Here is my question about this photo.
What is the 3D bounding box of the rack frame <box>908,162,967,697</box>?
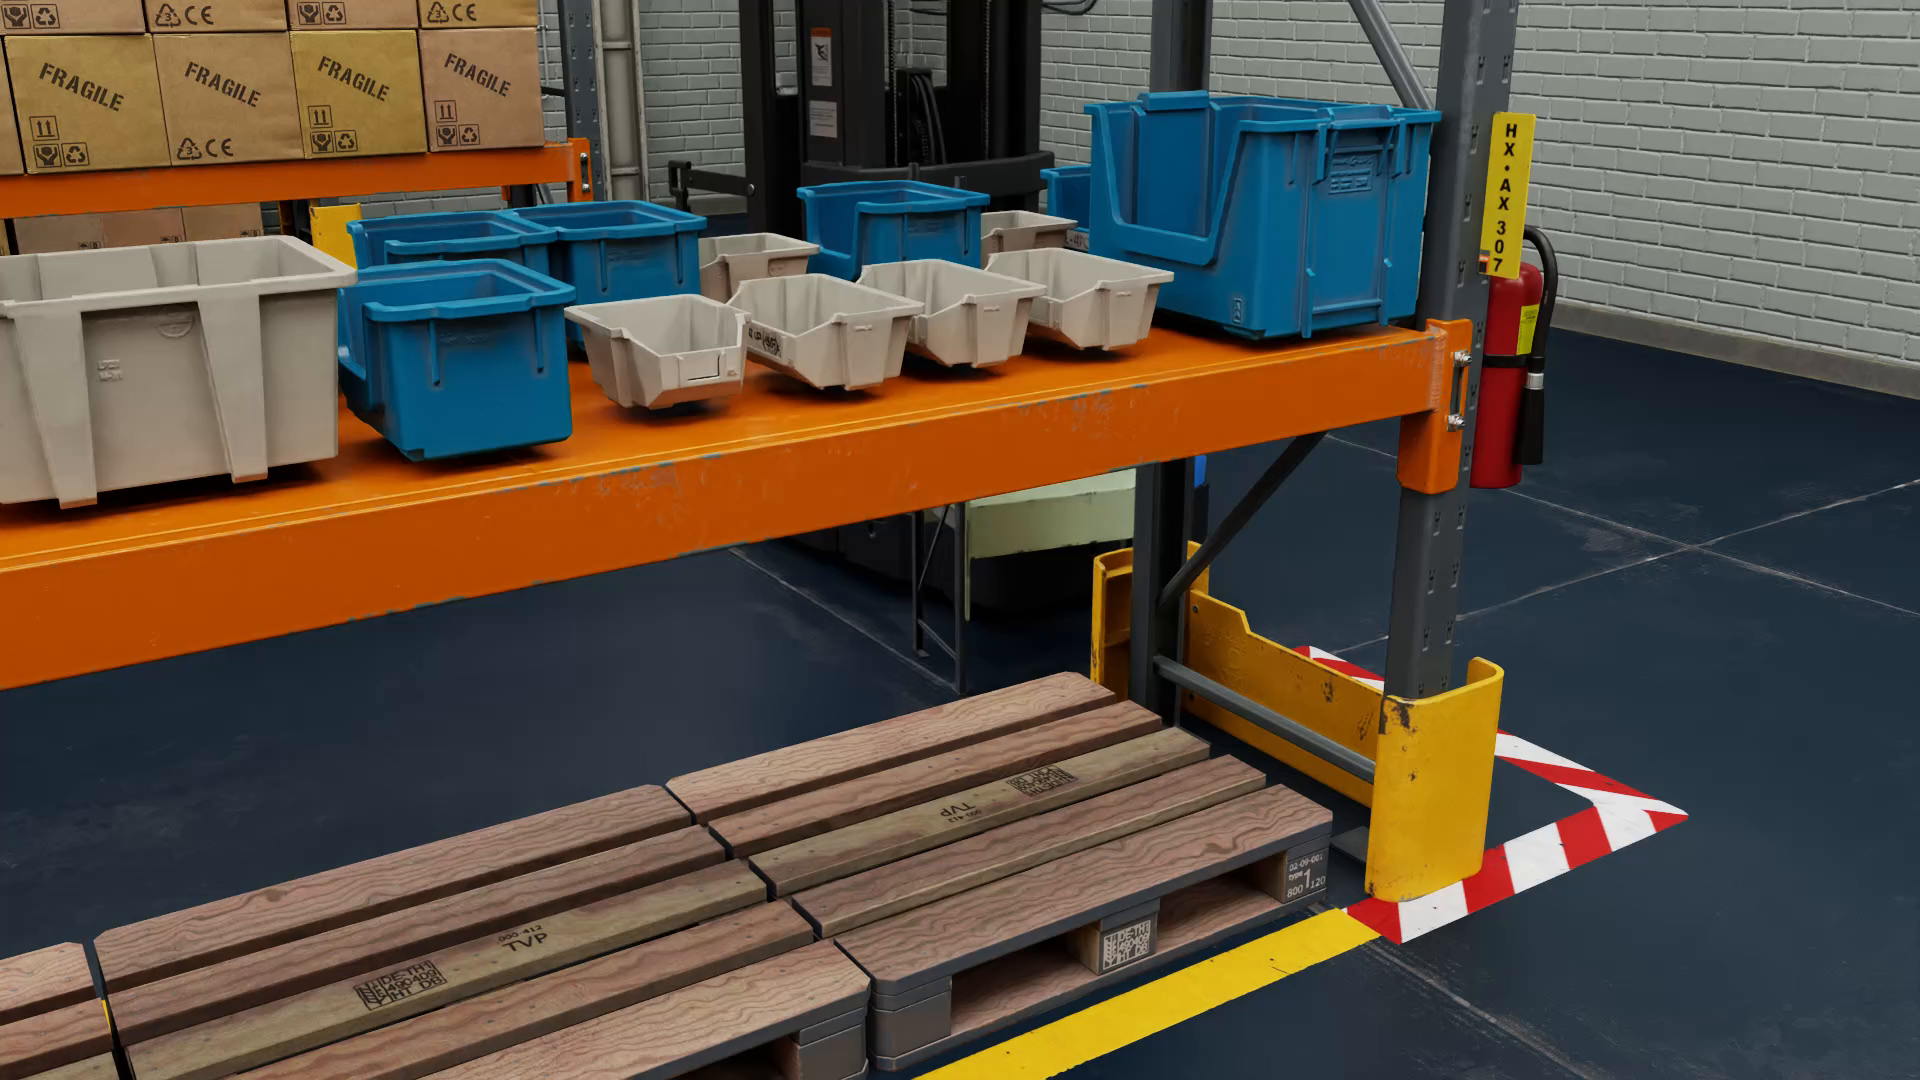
[{"bbox_3d":[-0.065,-0.309,4.818,0.023,1.500,0.400,-7,20,-20],"label":"rack frame"}]

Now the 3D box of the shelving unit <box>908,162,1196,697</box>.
[{"bbox_3d":[0.276,-0.353,4.946,0.755,1.500,0.431,-7,20,-20],"label":"shelving unit"}]

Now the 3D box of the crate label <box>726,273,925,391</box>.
[{"bbox_3d":[-0.261,-0.372,2.980,0.243,0.136,0.396,-12,22,-31],"label":"crate label"}]

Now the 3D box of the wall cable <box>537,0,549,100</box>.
[{"bbox_3d":[-4.110,-4.373,12.911,1.851,1.984,0.084,-12,22,-31],"label":"wall cable"}]

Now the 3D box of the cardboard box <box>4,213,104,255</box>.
[{"bbox_3d":[-6.026,-2.101,11.024,0.500,0.500,0.700,-13,22,-33],"label":"cardboard box"}]

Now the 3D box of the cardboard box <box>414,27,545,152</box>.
[{"bbox_3d":[-2.156,-1.985,7.276,0.500,0.500,0.500,-11,22,-30],"label":"cardboard box"}]

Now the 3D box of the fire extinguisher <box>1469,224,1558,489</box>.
[{"bbox_3d":[1.166,-0.455,3.611,0.183,0.674,0.296,-12,22,-31],"label":"fire extinguisher"}]

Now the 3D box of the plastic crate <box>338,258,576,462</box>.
[{"bbox_3d":[-0.784,-0.282,2.564,0.300,0.233,0.416,-12,22,-31],"label":"plastic crate"}]

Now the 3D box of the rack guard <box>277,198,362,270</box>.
[{"bbox_3d":[-4.639,-2.234,12.071,0.348,0.500,1.175,-12,22,-31],"label":"rack guard"}]

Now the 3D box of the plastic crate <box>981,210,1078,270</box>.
[{"bbox_3d":[0.089,-0.677,3.883,0.298,0.136,0.250,-12,22,-31],"label":"plastic crate"}]

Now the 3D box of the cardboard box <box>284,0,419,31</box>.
[{"bbox_3d":[-2.573,-2.369,6.851,0.500,0.500,0.500,-11,22,-30],"label":"cardboard box"}]

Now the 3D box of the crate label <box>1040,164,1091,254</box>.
[{"bbox_3d":[0.403,-0.757,3.969,0.303,0.233,0.416,-12,22,-31],"label":"crate label"}]

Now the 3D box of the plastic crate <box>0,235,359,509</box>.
[{"bbox_3d":[-1.174,-0.251,2.395,0.530,0.282,0.437,-12,22,-31],"label":"plastic crate"}]

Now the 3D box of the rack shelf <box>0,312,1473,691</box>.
[{"bbox_3d":[-0.880,-0.071,2.893,4.000,0.370,1.077,-12,22,-31],"label":"rack shelf"}]

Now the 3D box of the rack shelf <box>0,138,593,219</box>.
[{"bbox_3d":[-3.602,-1.396,6.814,4.000,0.370,1.077,-12,22,-31],"label":"rack shelf"}]

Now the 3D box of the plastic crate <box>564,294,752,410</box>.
[{"bbox_3d":[-0.498,-0.315,2.812,0.250,0.136,0.298,-12,22,-31],"label":"plastic crate"}]

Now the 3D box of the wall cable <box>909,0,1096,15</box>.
[{"bbox_3d":[0.261,-5.685,13.859,0.112,2.526,3.097,-12,22,-31],"label":"wall cable"}]

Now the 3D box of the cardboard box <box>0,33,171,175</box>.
[{"bbox_3d":[-3.428,-1.717,6.485,0.500,0.500,0.500,-12,22,-32],"label":"cardboard box"}]

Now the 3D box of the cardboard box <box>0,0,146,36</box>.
[{"bbox_3d":[-3.433,-2.186,6.310,0.500,0.500,0.500,-11,22,-30],"label":"cardboard box"}]

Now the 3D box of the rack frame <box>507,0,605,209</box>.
[{"bbox_3d":[-1.931,-2.089,7.741,0.127,3.000,1.000,-12,22,-31],"label":"rack frame"}]

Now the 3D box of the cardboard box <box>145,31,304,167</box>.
[{"bbox_3d":[-3.007,-1.806,6.748,0.500,0.500,0.500,-12,22,-31],"label":"cardboard box"}]

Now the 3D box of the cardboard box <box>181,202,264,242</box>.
[{"bbox_3d":[-5.188,-2.278,11.548,0.500,0.500,0.700,-12,22,-31],"label":"cardboard box"}]

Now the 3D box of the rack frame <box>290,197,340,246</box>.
[{"bbox_3d":[-4.659,-3.414,11.658,0.127,3.000,1.000,-12,22,-31],"label":"rack frame"}]

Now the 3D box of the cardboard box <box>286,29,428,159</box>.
[{"bbox_3d":[-2.587,-1.893,7.003,0.500,0.500,0.500,-12,22,-31],"label":"cardboard box"}]

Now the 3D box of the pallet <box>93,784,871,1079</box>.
[{"bbox_3d":[-0.938,0.906,3.236,1.213,0.211,1.003,-12,22,-31],"label":"pallet"}]

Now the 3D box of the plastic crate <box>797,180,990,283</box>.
[{"bbox_3d":[-0.147,-0.641,3.626,0.300,0.233,0.416,-12,22,-31],"label":"plastic crate"}]

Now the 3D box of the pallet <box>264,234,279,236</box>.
[{"bbox_3d":[-5.284,-1.931,11.626,1.213,0.211,1.003,-12,22,-31],"label":"pallet"}]

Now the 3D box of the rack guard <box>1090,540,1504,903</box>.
[{"bbox_3d":[0.803,0.413,4.243,0.348,0.500,1.175,-12,22,-31],"label":"rack guard"}]

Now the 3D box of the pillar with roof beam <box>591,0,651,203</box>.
[{"bbox_3d":[-0.512,-5.811,9.383,0.400,9.000,9.100,-12,22,-31],"label":"pillar with roof beam"}]

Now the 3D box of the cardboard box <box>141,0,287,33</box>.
[{"bbox_3d":[-3.004,-2.277,6.578,0.500,0.500,0.500,-11,22,-30],"label":"cardboard box"}]

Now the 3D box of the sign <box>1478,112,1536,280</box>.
[{"bbox_3d":[1.106,-0.697,3.367,0.005,0.325,0.100,-12,22,-31],"label":"sign"}]

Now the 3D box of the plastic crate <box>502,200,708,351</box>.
[{"bbox_3d":[-0.697,-0.525,3.283,0.300,0.233,0.416,-12,22,-31],"label":"plastic crate"}]

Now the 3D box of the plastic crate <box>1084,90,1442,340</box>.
[{"bbox_3d":[0.613,-0.700,3.482,0.499,0.435,0.616,-12,22,-31],"label":"plastic crate"}]

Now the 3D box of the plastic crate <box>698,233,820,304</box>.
[{"bbox_3d":[-0.477,-0.558,3.529,0.298,0.136,0.250,-12,22,-31],"label":"plastic crate"}]

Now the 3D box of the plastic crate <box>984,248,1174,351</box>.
[{"bbox_3d":[0.208,-0.475,3.284,0.243,0.136,0.396,-12,22,-31],"label":"plastic crate"}]

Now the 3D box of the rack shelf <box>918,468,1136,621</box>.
[{"bbox_3d":[0.276,-0.044,5.051,0.720,0.370,0.431,-7,20,-20],"label":"rack shelf"}]

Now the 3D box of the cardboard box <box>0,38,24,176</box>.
[{"bbox_3d":[-3.851,-1.627,6.219,0.500,0.500,0.500,-12,22,-32],"label":"cardboard box"}]

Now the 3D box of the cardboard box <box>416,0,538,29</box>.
[{"bbox_3d":[-2.152,-2.458,7.115,0.500,0.500,0.500,-12,22,-32],"label":"cardboard box"}]

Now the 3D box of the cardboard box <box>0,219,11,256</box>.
[{"bbox_3d":[-6.467,-2.005,10.741,0.500,0.500,0.700,-11,22,-30],"label":"cardboard box"}]

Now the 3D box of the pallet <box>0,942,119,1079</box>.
[{"bbox_3d":[-1.958,1.122,2.596,1.213,0.211,1.003,-12,22,-31],"label":"pallet"}]

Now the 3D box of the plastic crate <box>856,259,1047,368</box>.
[{"bbox_3d":[-0.042,-0.428,3.145,0.243,0.136,0.396,-12,22,-31],"label":"plastic crate"}]

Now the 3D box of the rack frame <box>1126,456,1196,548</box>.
[{"bbox_3d":[0.616,-0.396,5.074,0.023,1.500,0.400,-7,20,-20],"label":"rack frame"}]

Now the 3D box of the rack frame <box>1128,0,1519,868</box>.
[{"bbox_3d":[0.790,-0.764,3.820,0.127,3.000,1.000,-12,22,-31],"label":"rack frame"}]

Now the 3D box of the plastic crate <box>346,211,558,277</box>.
[{"bbox_3d":[-0.948,-0.473,3.127,0.300,0.233,0.416,-12,22,-31],"label":"plastic crate"}]

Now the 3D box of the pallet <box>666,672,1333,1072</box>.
[{"bbox_3d":[0.080,0.692,3.868,1.213,0.211,1.003,-12,22,-31],"label":"pallet"}]

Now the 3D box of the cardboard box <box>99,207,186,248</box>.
[{"bbox_3d":[-5.606,-2.190,11.287,0.500,0.500,0.700,-12,22,-32],"label":"cardboard box"}]

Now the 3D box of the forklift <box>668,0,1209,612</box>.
[{"bbox_3d":[-0.492,-1.544,6.235,1.130,2.935,3.031,-17,25,-41],"label":"forklift"}]
